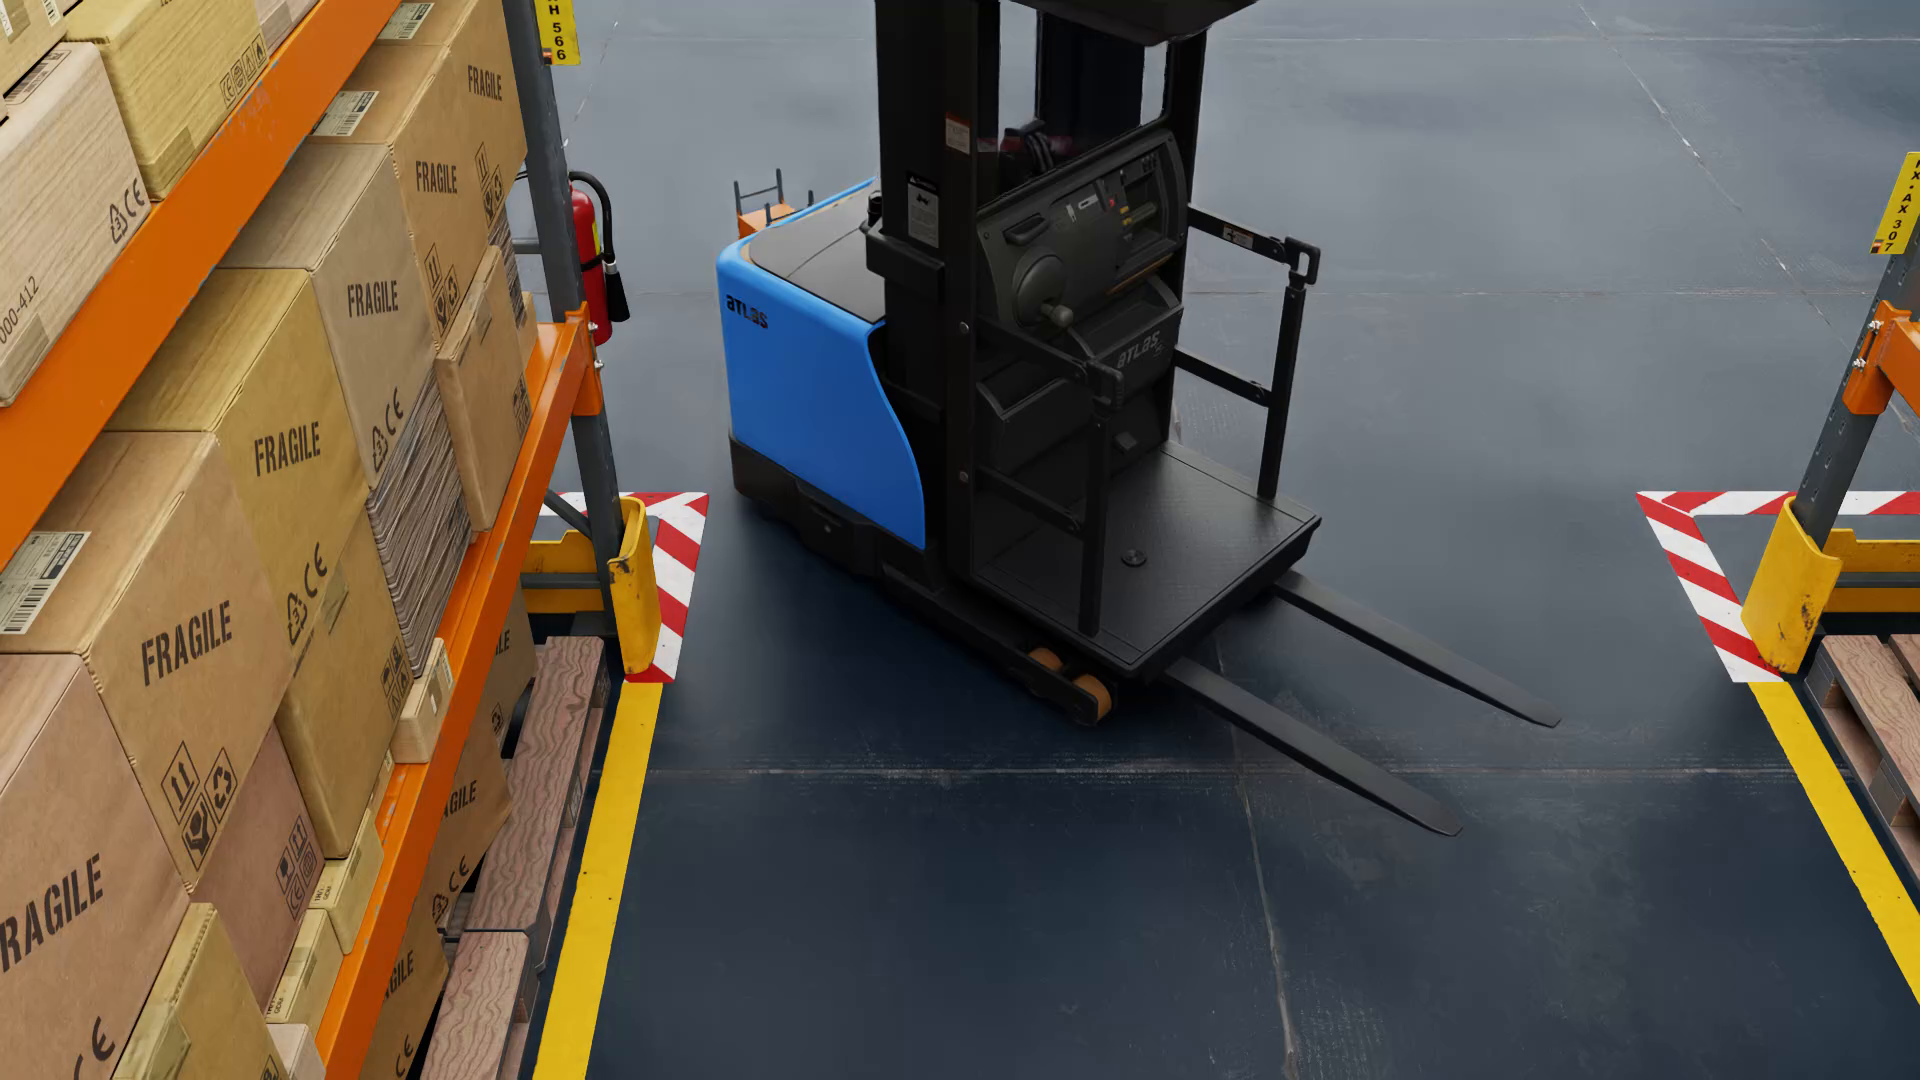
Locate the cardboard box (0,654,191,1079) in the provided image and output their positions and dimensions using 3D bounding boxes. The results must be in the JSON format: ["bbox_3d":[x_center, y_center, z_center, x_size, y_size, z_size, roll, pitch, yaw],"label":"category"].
[{"bbox_3d":[-1.387,0.495,2.116,0.500,0.500,0.500,0,39,0],"label":"cardboard box"}]

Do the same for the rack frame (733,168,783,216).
[{"bbox_3d":[-0.755,-0.961,6.610,0.200,1.050,0.008,-23,41,-26],"label":"rack frame"}]

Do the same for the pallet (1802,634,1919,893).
[{"bbox_3d":[3.353,0.773,5.116,1.003,0.211,1.213,0,39,0],"label":"pallet"}]

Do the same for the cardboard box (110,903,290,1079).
[{"bbox_3d":[-1.542,0.886,2.429,0.875,0.500,0.500,0,39,0],"label":"cardboard box"}]

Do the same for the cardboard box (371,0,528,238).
[{"bbox_3d":[-1.395,-1.068,4.067,0.500,0.500,0.500,0,39,0],"label":"cardboard box"}]

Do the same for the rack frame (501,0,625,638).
[{"bbox_3d":[-1.643,-0.867,4.933,1.000,3.000,0.127,0,39,0],"label":"rack frame"}]

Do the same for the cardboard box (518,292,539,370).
[{"bbox_3d":[-1.436,-0.591,4.789,0.380,0.149,0.250,0,39,0],"label":"cardboard box"}]

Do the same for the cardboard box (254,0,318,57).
[{"bbox_3d":[-1.393,-1.045,2.876,0.500,0.250,0.500,1,39,1],"label":"cardboard box"}]

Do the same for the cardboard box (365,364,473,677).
[{"bbox_3d":[-1.592,-0.052,3.599,0.875,0.500,0.500,0,39,0],"label":"cardboard box"}]

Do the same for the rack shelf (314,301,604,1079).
[{"bbox_3d":[-1.641,0.665,3.597,1.077,0.370,4.000,0,39,0],"label":"rack shelf"}]

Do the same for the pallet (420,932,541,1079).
[{"bbox_3d":[-1.679,1.538,4.162,1.003,0.211,1.213,0,39,0],"label":"pallet"}]

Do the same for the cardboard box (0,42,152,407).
[{"bbox_3d":[-1.378,-0.400,2.072,0.500,0.250,0.500,-1,39,-2],"label":"cardboard box"}]

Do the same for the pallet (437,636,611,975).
[{"bbox_3d":[-1.677,0.777,5.112,1.003,0.211,1.213,0,39,0],"label":"pallet"}]

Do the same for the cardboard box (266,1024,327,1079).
[{"bbox_3d":[-1.322,0.973,2.838,0.380,0.149,0.250,0,39,0],"label":"cardboard box"}]

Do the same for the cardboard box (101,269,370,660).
[{"bbox_3d":[-1.399,-0.130,2.896,0.500,0.500,0.500,0,39,0],"label":"cardboard box"}]

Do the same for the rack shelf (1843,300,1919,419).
[{"bbox_3d":[3.312,0.661,3.602,1.077,0.370,4.000,0,39,0],"label":"rack shelf"}]

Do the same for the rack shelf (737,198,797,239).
[{"bbox_3d":[-0.693,-1.122,6.365,0.215,0.259,0.240,-23,41,-26],"label":"rack shelf"}]

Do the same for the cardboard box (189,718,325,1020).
[{"bbox_3d":[-1.644,0.573,2.819,0.875,0.500,0.500,0,39,0],"label":"cardboard box"}]

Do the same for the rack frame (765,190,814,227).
[{"bbox_3d":[-0.617,-0.844,6.445,0.200,1.050,0.008,-23,41,-26],"label":"rack frame"}]

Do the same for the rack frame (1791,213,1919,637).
[{"bbox_3d":[3.310,-0.870,4.937,1.000,3.000,0.127,0,39,0],"label":"rack frame"}]

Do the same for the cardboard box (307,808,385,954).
[{"bbox_3d":[-1.353,0.660,3.229,0.380,0.149,0.250,0,39,0],"label":"cardboard box"}]

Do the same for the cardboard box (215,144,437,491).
[{"bbox_3d":[-1.391,-0.443,3.287,0.500,0.500,0.500,0,39,0],"label":"cardboard box"}]

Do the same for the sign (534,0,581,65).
[{"bbox_3d":[-1.088,-1.430,4.457,0.100,0.325,0.005,0,39,0],"label":"sign"}]

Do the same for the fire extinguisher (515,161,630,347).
[{"bbox_3d":[-1.182,-0.908,5.047,0.296,0.674,0.183,0,39,0],"label":"fire extinguisher"}]

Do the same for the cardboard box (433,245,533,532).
[{"bbox_3d":[-1.549,-0.365,3.989,0.875,0.500,0.500,0,39,0],"label":"cardboard box"}]

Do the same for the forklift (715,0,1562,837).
[{"bbox_3d":[0.550,-0.906,5.037,3.031,2.935,1.130,30,48,32],"label":"forklift"}]

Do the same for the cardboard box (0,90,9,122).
[{"bbox_3d":[-1.335,-0.492,1.868,0.380,0.149,0.250,-1,39,-1],"label":"cardboard box"}]

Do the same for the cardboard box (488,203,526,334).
[{"bbox_3d":[-1.670,-0.678,4.379,0.875,0.500,0.500,0,39,0],"label":"cardboard box"}]

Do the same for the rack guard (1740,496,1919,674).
[{"bbox_3d":[3.357,0.153,5.660,1.175,0.500,0.348,0,39,0],"label":"rack guard"}]

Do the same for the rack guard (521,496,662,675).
[{"bbox_3d":[-1.643,0.156,5.655,1.175,0.500,0.348,0,39,0],"label":"rack guard"}]

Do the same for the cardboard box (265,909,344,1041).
[{"bbox_3d":[-1.364,0.816,3.033,0.380,0.149,0.250,0,39,0],"label":"cardboard box"}]

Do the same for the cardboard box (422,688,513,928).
[{"bbox_3d":[-1.624,0.709,4.629,0.500,0.500,0.500,10,40,12],"label":"cardboard box"}]

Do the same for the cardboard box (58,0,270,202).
[{"bbox_3d":[-1.387,-0.730,2.484,0.500,0.250,0.500,-1,39,-1],"label":"cardboard box"}]

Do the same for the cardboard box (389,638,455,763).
[{"bbox_3d":[-1.329,0.347,3.619,0.380,0.149,0.250,0,39,0],"label":"cardboard box"}]

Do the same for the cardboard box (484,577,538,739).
[{"bbox_3d":[-1.659,0.335,5.096,0.500,0.500,0.500,7,39,8],"label":"cardboard box"}]

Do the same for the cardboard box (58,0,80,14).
[{"bbox_3d":[-1.404,-0.813,2.268,0.380,0.149,0.250,1,39,1],"label":"cardboard box"}]

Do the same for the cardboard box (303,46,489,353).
[{"bbox_3d":[-1.389,-0.755,3.677,0.500,0.500,0.500,0,39,0],"label":"cardboard box"}]

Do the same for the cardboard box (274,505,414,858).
[{"bbox_3d":[-1.603,0.260,3.209,0.875,0.500,0.500,0,39,0],"label":"cardboard box"}]

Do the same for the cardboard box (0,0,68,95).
[{"bbox_3d":[-1.370,-0.652,2.067,0.380,0.149,0.250,-1,39,-1],"label":"cardboard box"}]

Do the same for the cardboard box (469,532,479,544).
[{"bbox_3d":[-1.400,-0.122,4.204,0.380,0.149,0.250,0,39,0],"label":"cardboard box"}]

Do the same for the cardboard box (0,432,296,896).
[{"bbox_3d":[-1.387,0.183,2.506,0.500,0.500,0.500,0,39,0],"label":"cardboard box"}]

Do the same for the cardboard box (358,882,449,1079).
[{"bbox_3d":[-1.642,1.101,4.141,0.500,0.500,0.500,3,39,4],"label":"cardboard box"}]

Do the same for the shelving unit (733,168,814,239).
[{"bbox_3d":[-0.686,-0.902,6.528,0.215,1.050,0.252,-23,41,-26],"label":"shelving unit"}]

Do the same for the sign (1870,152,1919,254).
[{"bbox_3d":[2.760,-0.981,4.854,0.100,0.325,0.005,0,39,0],"label":"sign"}]

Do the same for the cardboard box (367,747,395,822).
[{"bbox_3d":[-1.399,0.504,3.424,0.380,0.149,0.250,0,39,0],"label":"cardboard box"}]
